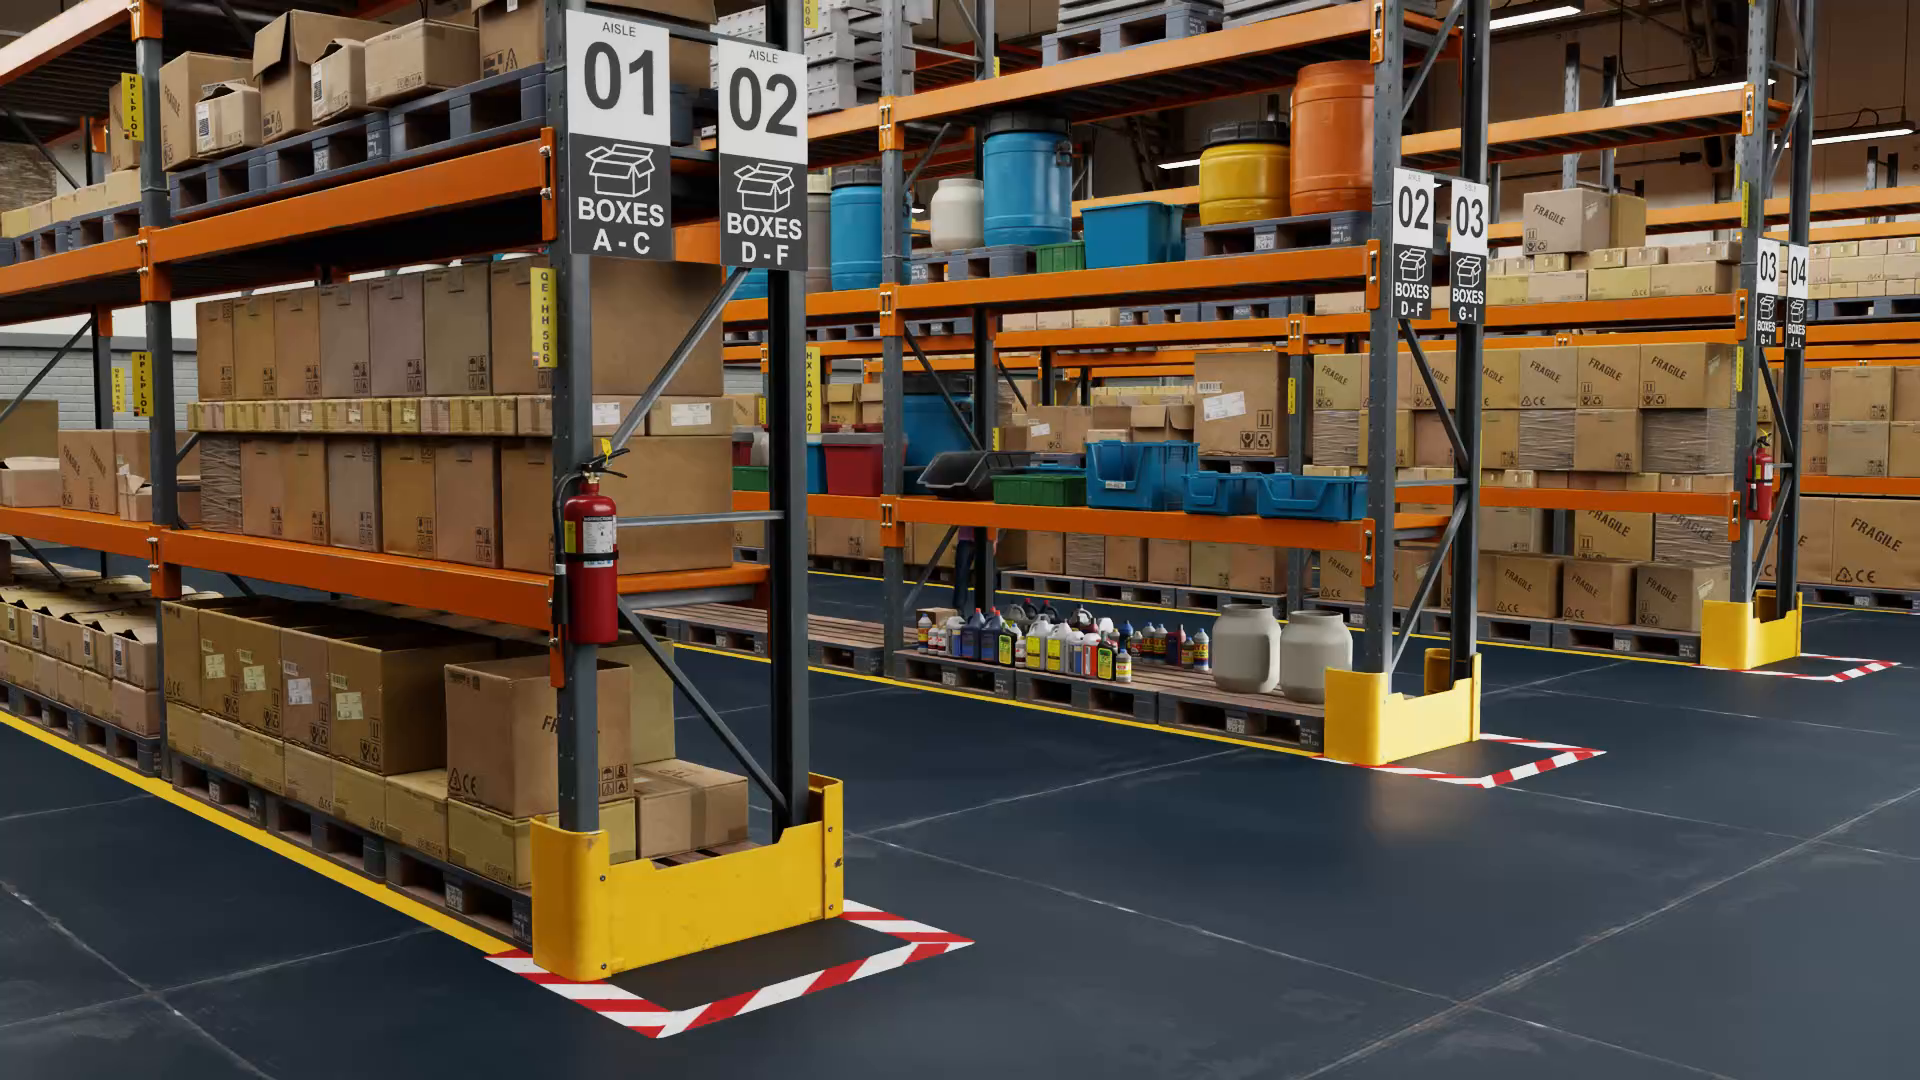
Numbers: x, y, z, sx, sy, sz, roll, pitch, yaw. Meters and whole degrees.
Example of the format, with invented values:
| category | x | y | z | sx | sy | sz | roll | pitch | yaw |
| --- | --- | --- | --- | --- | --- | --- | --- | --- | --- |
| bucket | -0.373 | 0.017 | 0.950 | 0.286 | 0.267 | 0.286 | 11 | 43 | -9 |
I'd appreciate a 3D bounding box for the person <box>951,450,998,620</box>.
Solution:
| category | x | y | z | sx | sy | sz | roll | pitch | yaw |
| --- | --- | --- | --- | --- | --- | --- | --- | --- | --- |
| person | 0.105 | 0.028 | 14.362 | 0.429 | 1.579 | 0.637 | 3 | 5 | 33 |
